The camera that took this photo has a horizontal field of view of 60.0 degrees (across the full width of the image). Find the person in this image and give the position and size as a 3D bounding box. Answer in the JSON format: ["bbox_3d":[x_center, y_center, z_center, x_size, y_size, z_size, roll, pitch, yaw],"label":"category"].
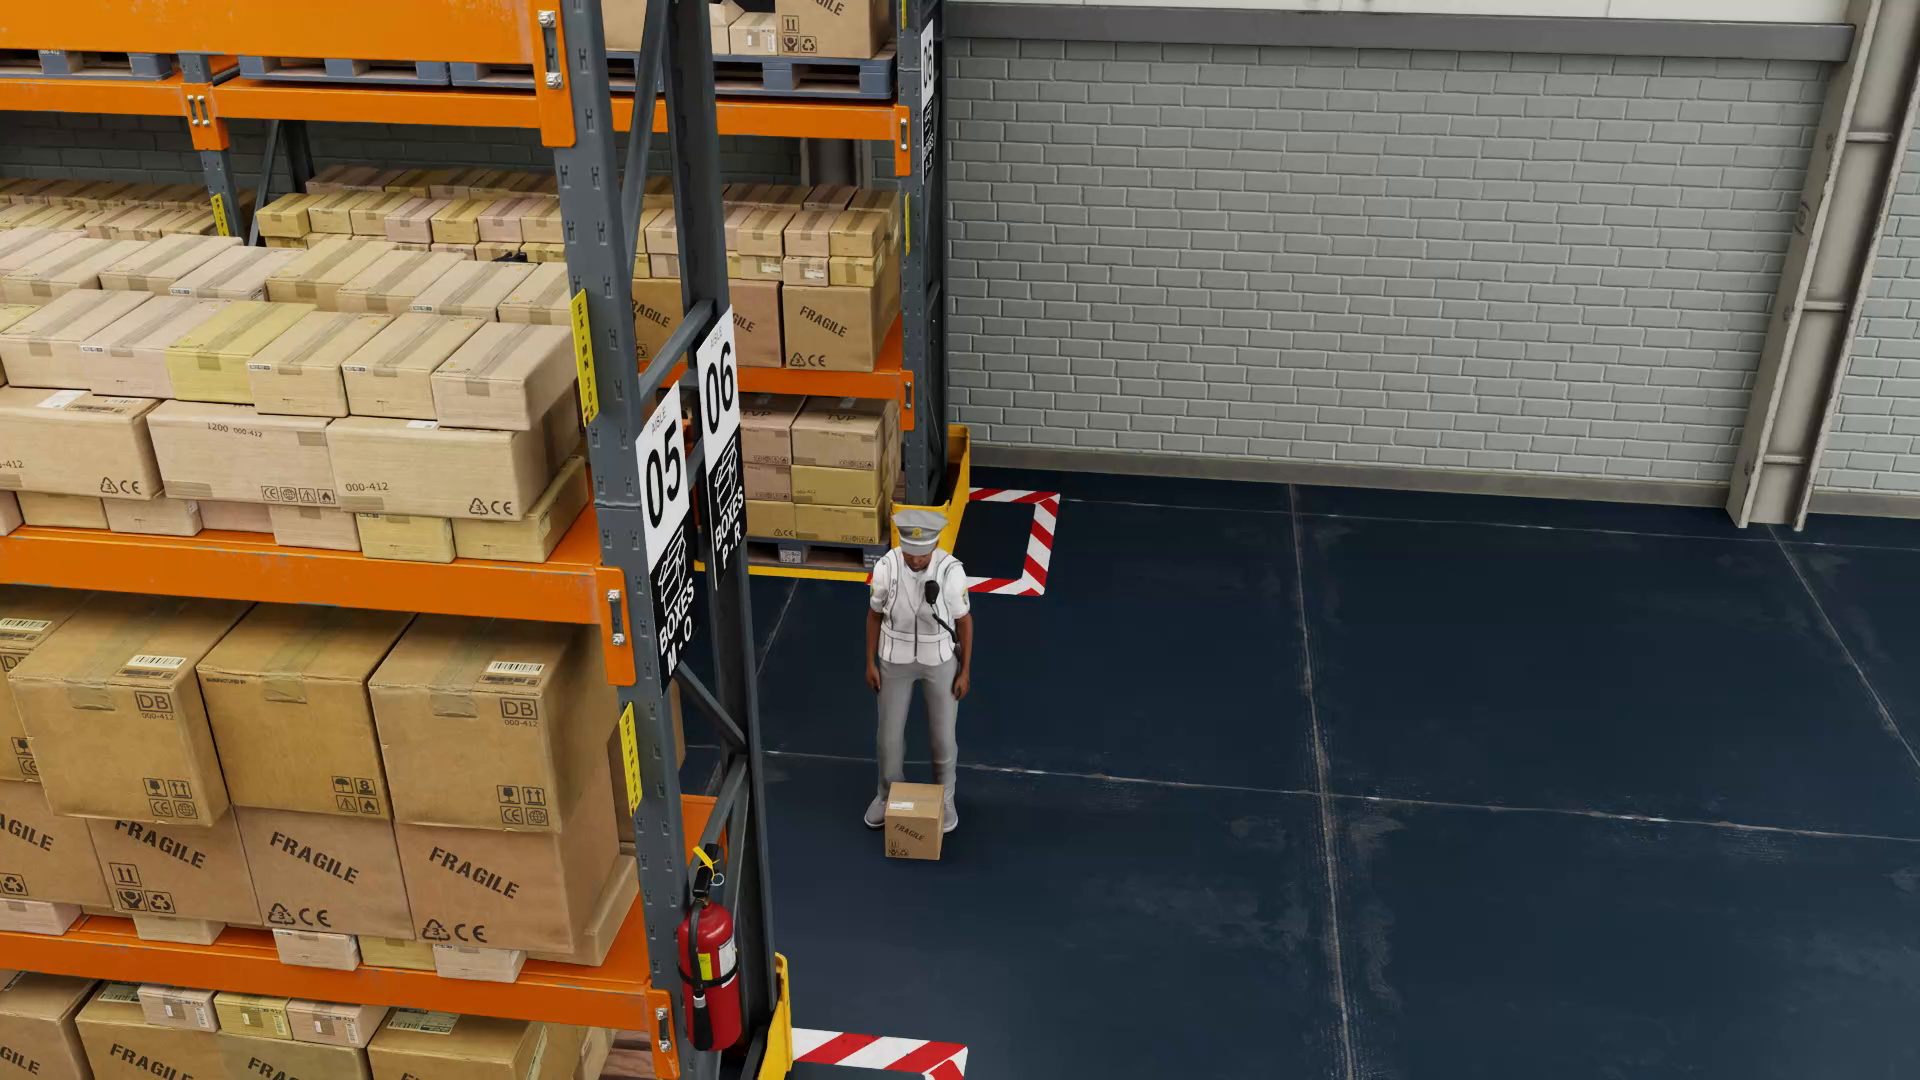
[{"bbox_3d":[-0.195,0.584,7.655,0.504,1.658,0.396,4,29,6],"label":"person"}]
